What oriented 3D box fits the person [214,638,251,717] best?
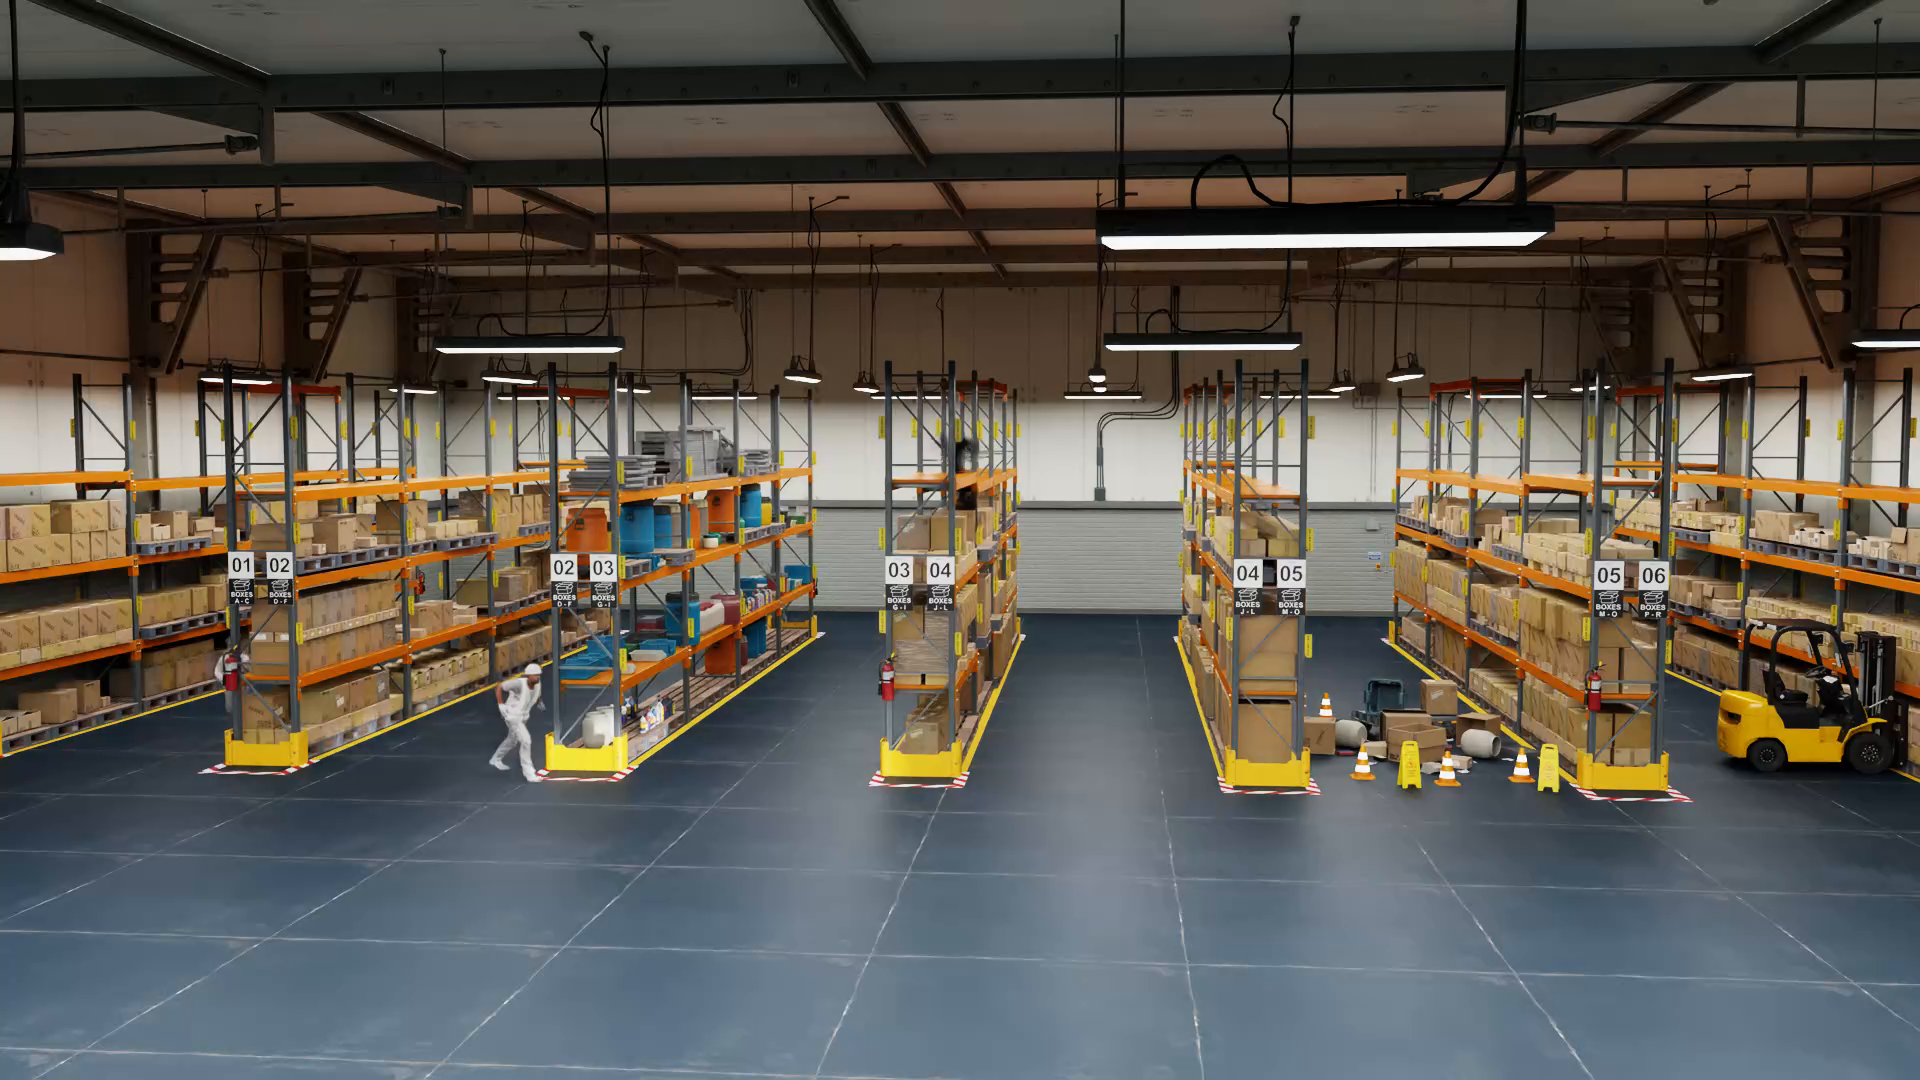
[{"bbox_3d":[-11.894,2.401,27.315,0.609,1.641,0.718,0,4,-7],"label":"person"}]

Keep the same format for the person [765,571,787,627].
[{"bbox_3d":[-4.631,1.489,41.711,1.031,1.516,0.590,3,5,35],"label":"person"}]

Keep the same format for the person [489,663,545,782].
[{"bbox_3d":[-6.397,2.613,23.871,1.036,1.738,0.734,2,4,31],"label":"person"}]
